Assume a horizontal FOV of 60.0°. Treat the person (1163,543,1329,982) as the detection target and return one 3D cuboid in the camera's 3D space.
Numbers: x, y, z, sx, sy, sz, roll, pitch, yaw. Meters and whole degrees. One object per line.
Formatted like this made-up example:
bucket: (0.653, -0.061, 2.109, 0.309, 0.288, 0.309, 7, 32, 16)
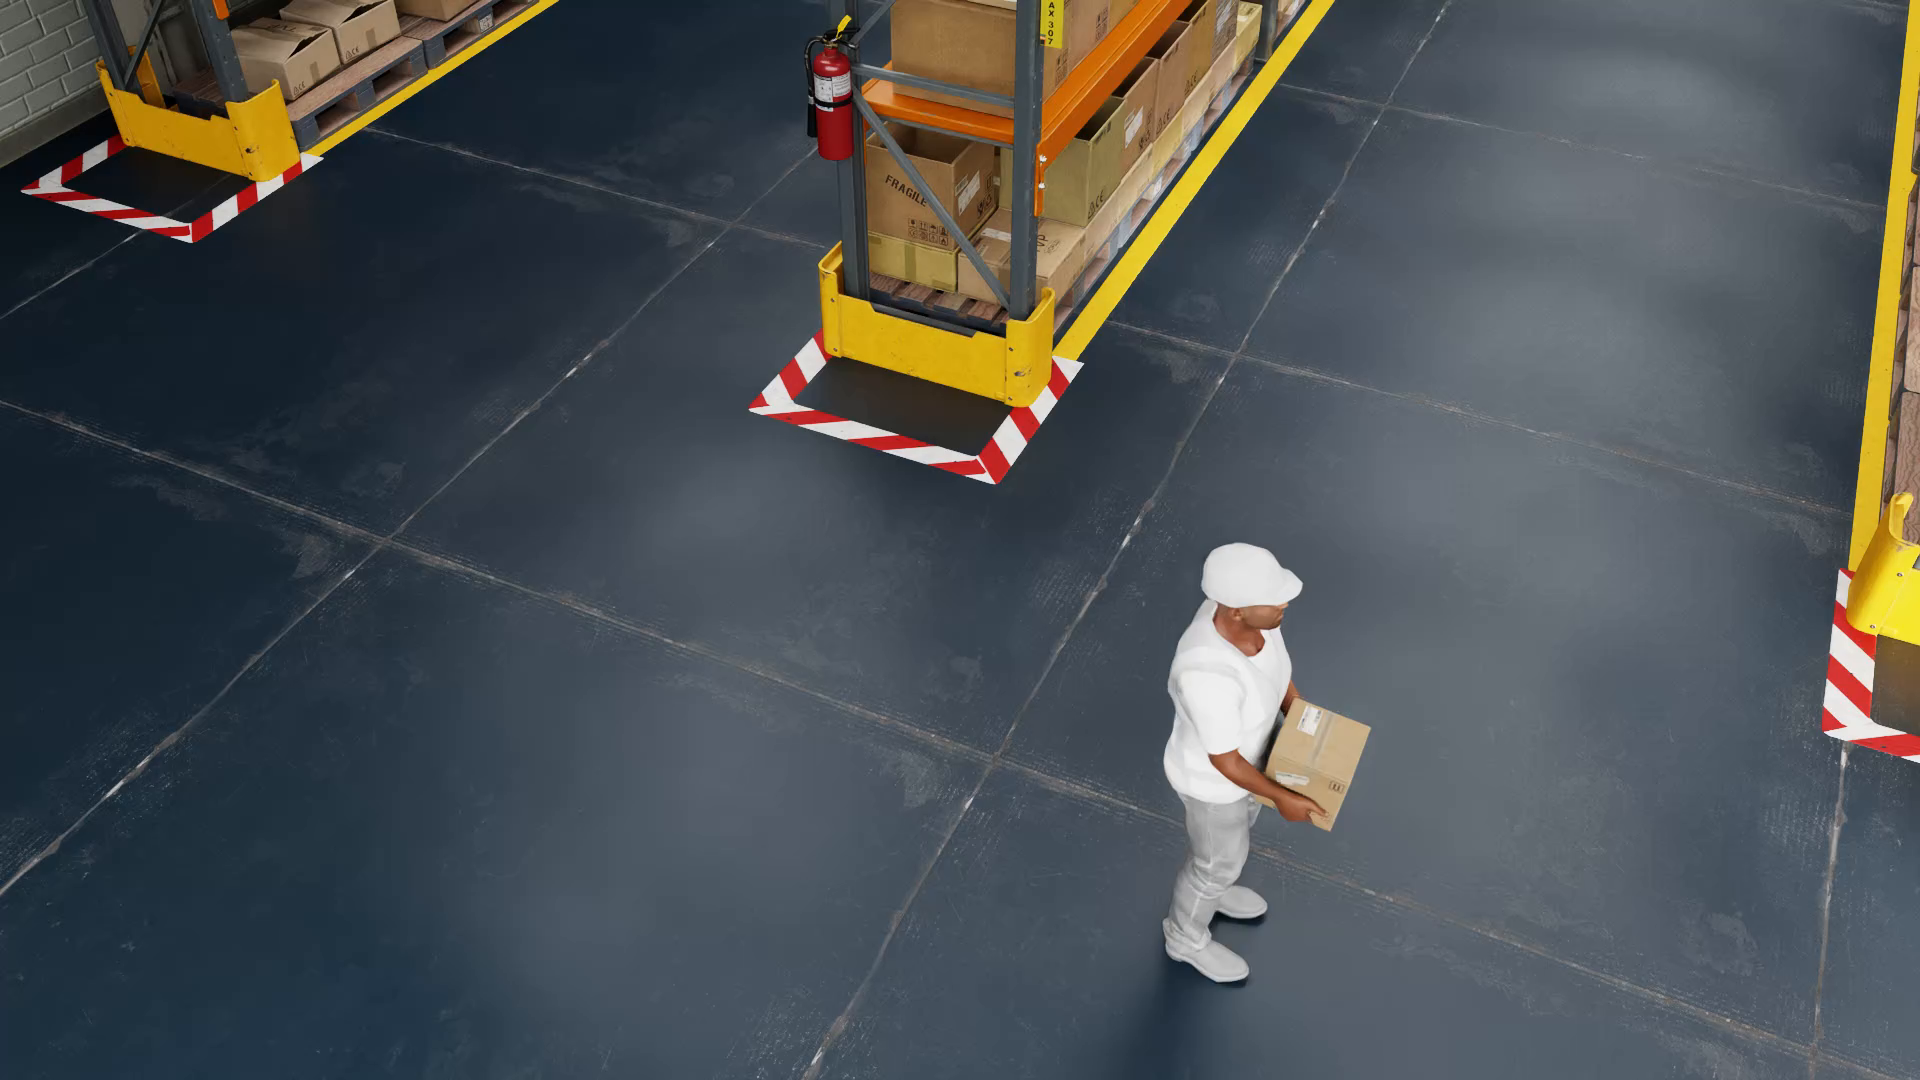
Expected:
person: (0.935, 0.730, 5.323, 0.560, 1.768, 0.535, 17, 44, 18)
